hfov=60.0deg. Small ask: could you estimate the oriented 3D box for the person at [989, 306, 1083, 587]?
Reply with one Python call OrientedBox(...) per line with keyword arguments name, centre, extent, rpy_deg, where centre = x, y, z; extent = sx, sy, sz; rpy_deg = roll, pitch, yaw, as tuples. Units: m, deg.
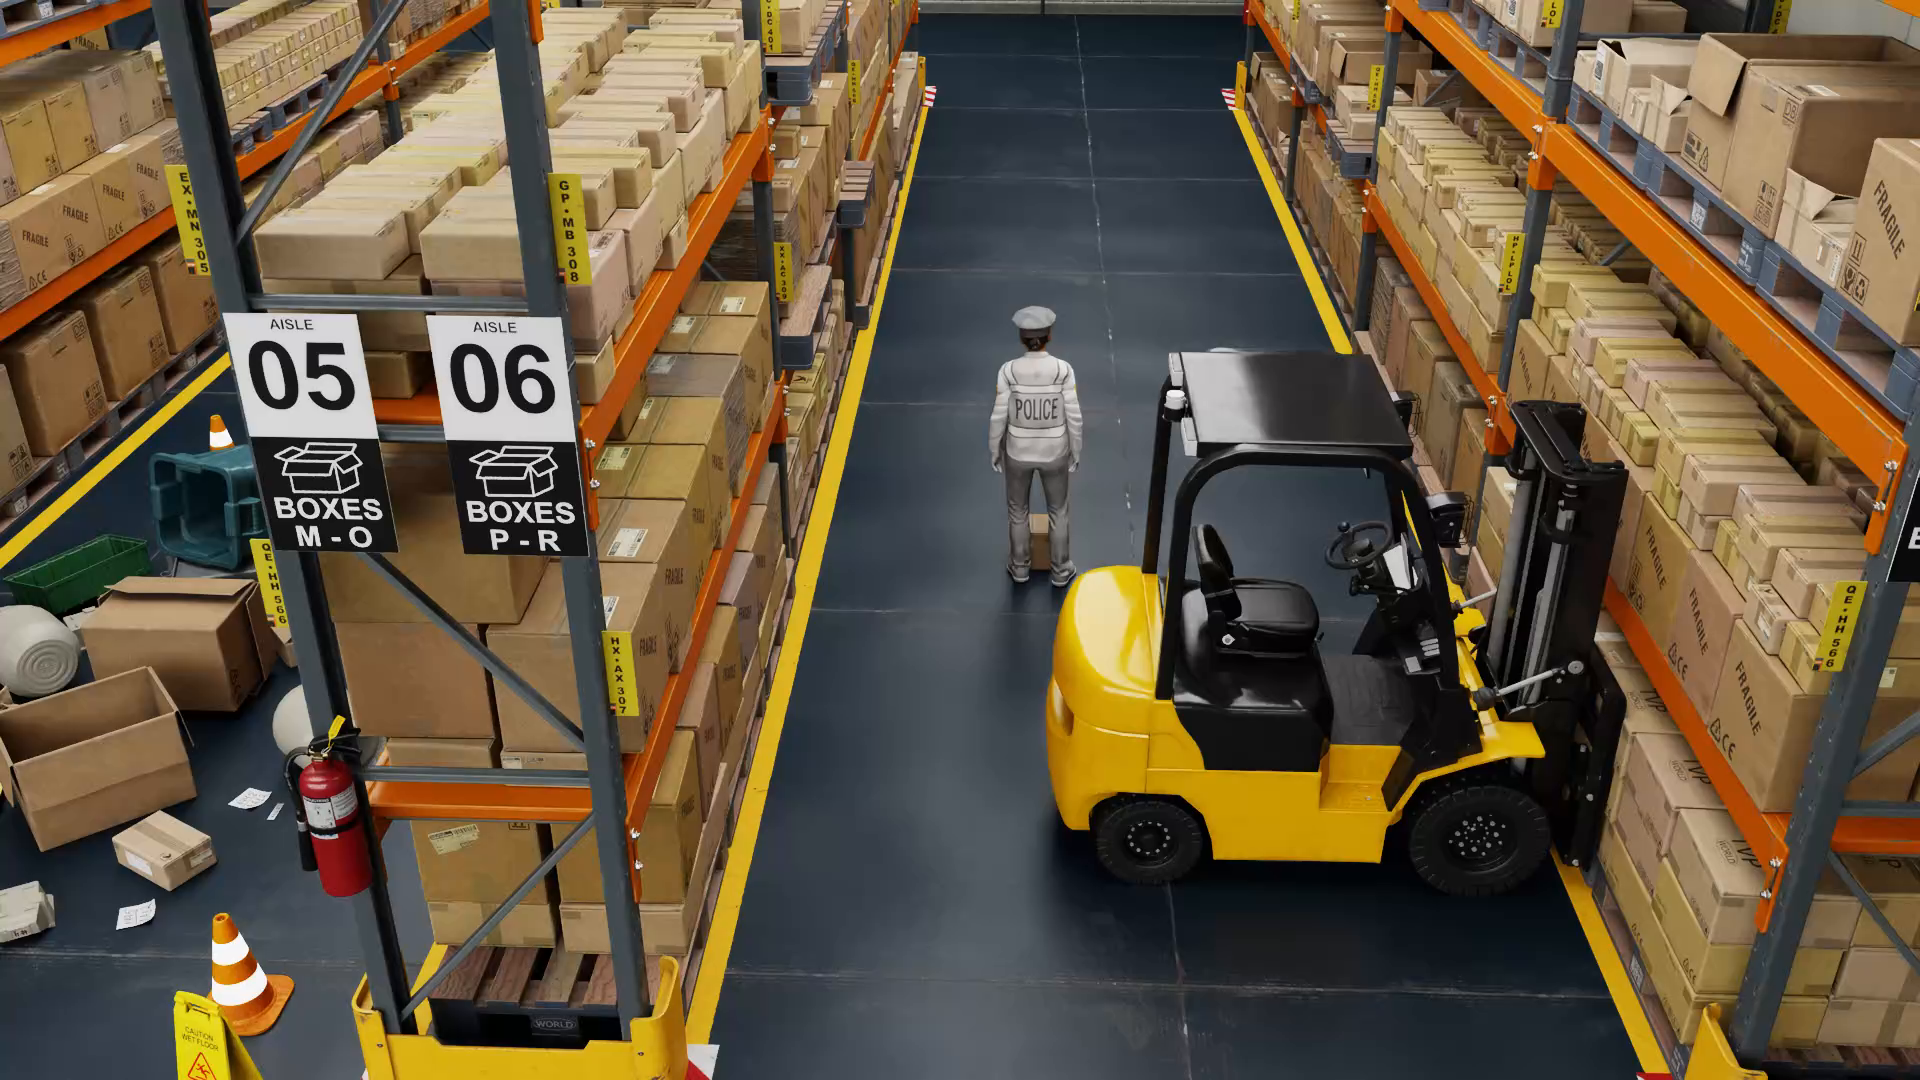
OrientedBox(name="person", centre=(0.433, -0.507, 9.567), extent=(0.536, 1.663, 0.405), rpy_deg=(1, 28, 1))
